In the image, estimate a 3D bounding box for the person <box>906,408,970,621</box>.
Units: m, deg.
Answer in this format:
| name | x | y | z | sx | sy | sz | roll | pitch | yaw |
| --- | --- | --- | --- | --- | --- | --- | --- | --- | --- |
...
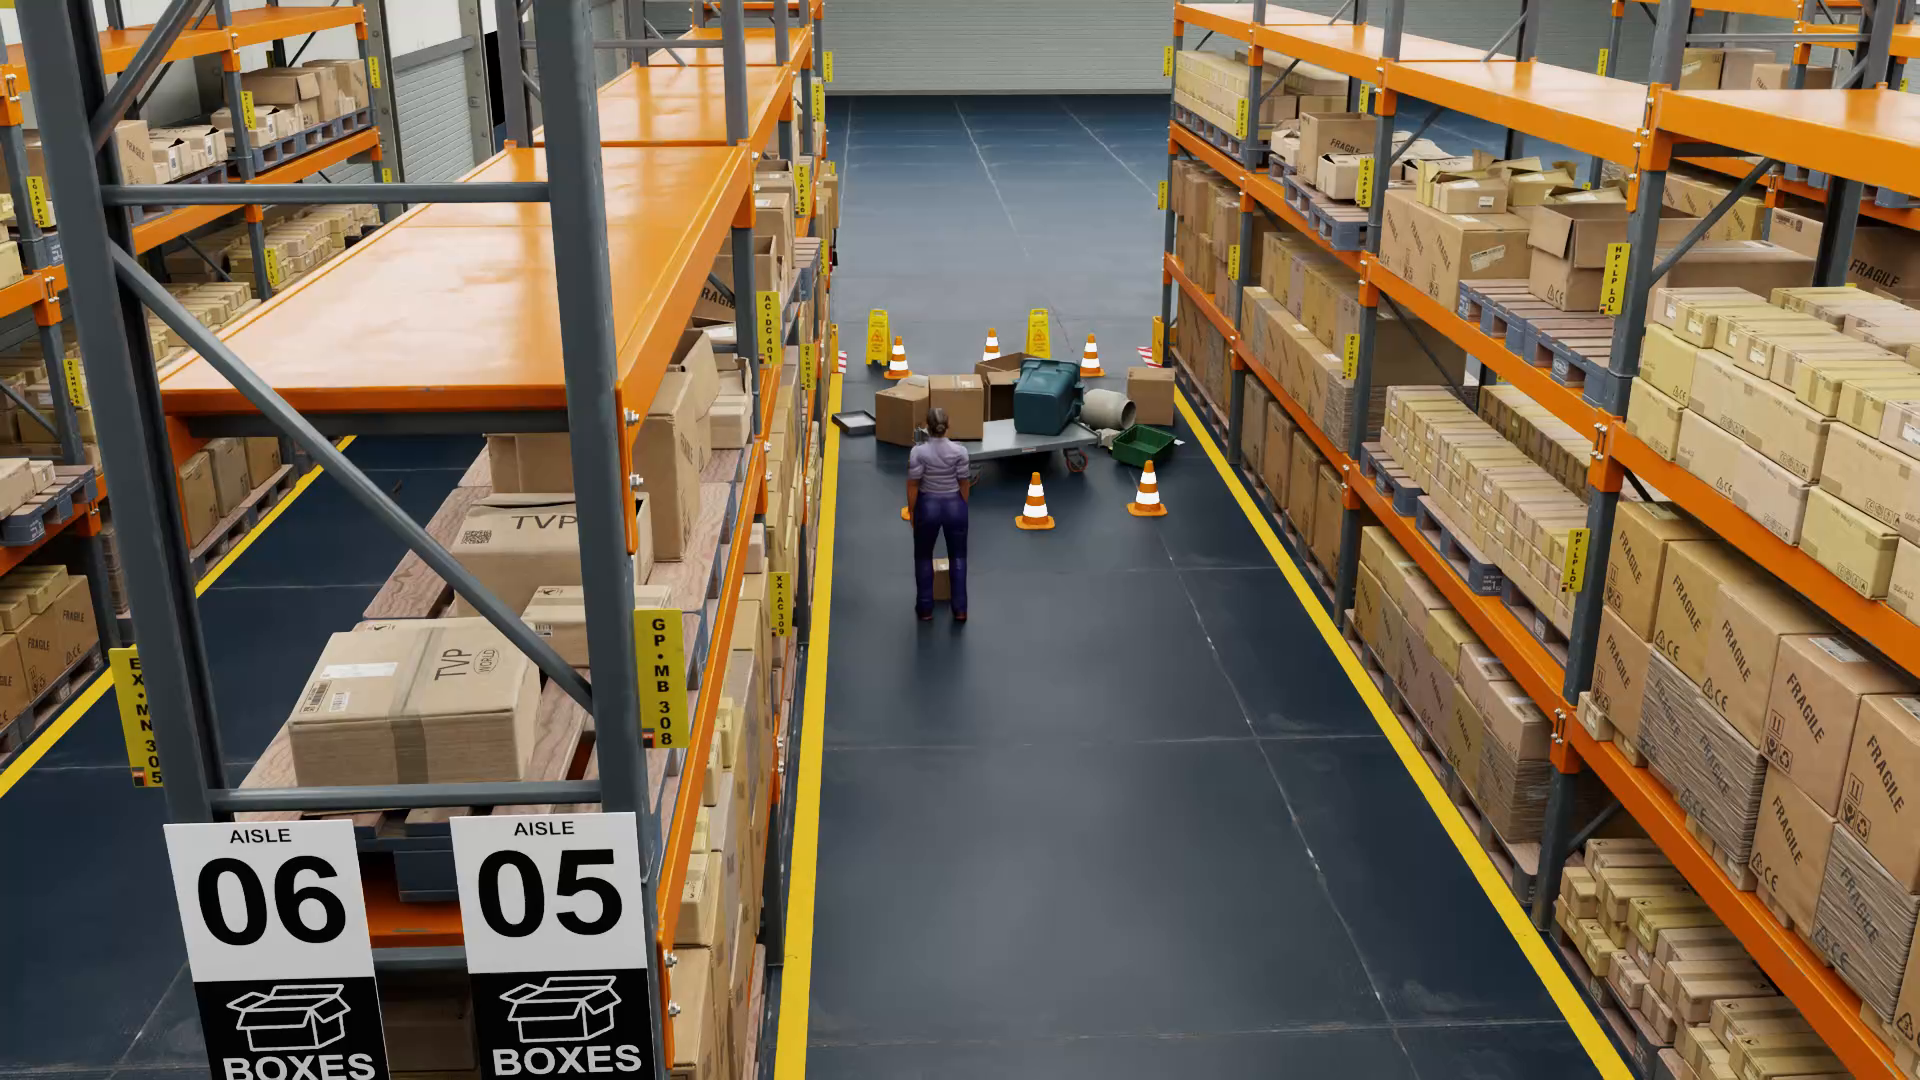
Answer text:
| name | x | y | z | sx | sy | sz | roll | pitch | yaw |
| --- | --- | --- | --- | --- | --- | --- | --- | --- | --- |
| person | -0.164 | -0.192 | 12.450 | 0.471 | 1.649 | 0.341 | -1 | 21 | -4 |
